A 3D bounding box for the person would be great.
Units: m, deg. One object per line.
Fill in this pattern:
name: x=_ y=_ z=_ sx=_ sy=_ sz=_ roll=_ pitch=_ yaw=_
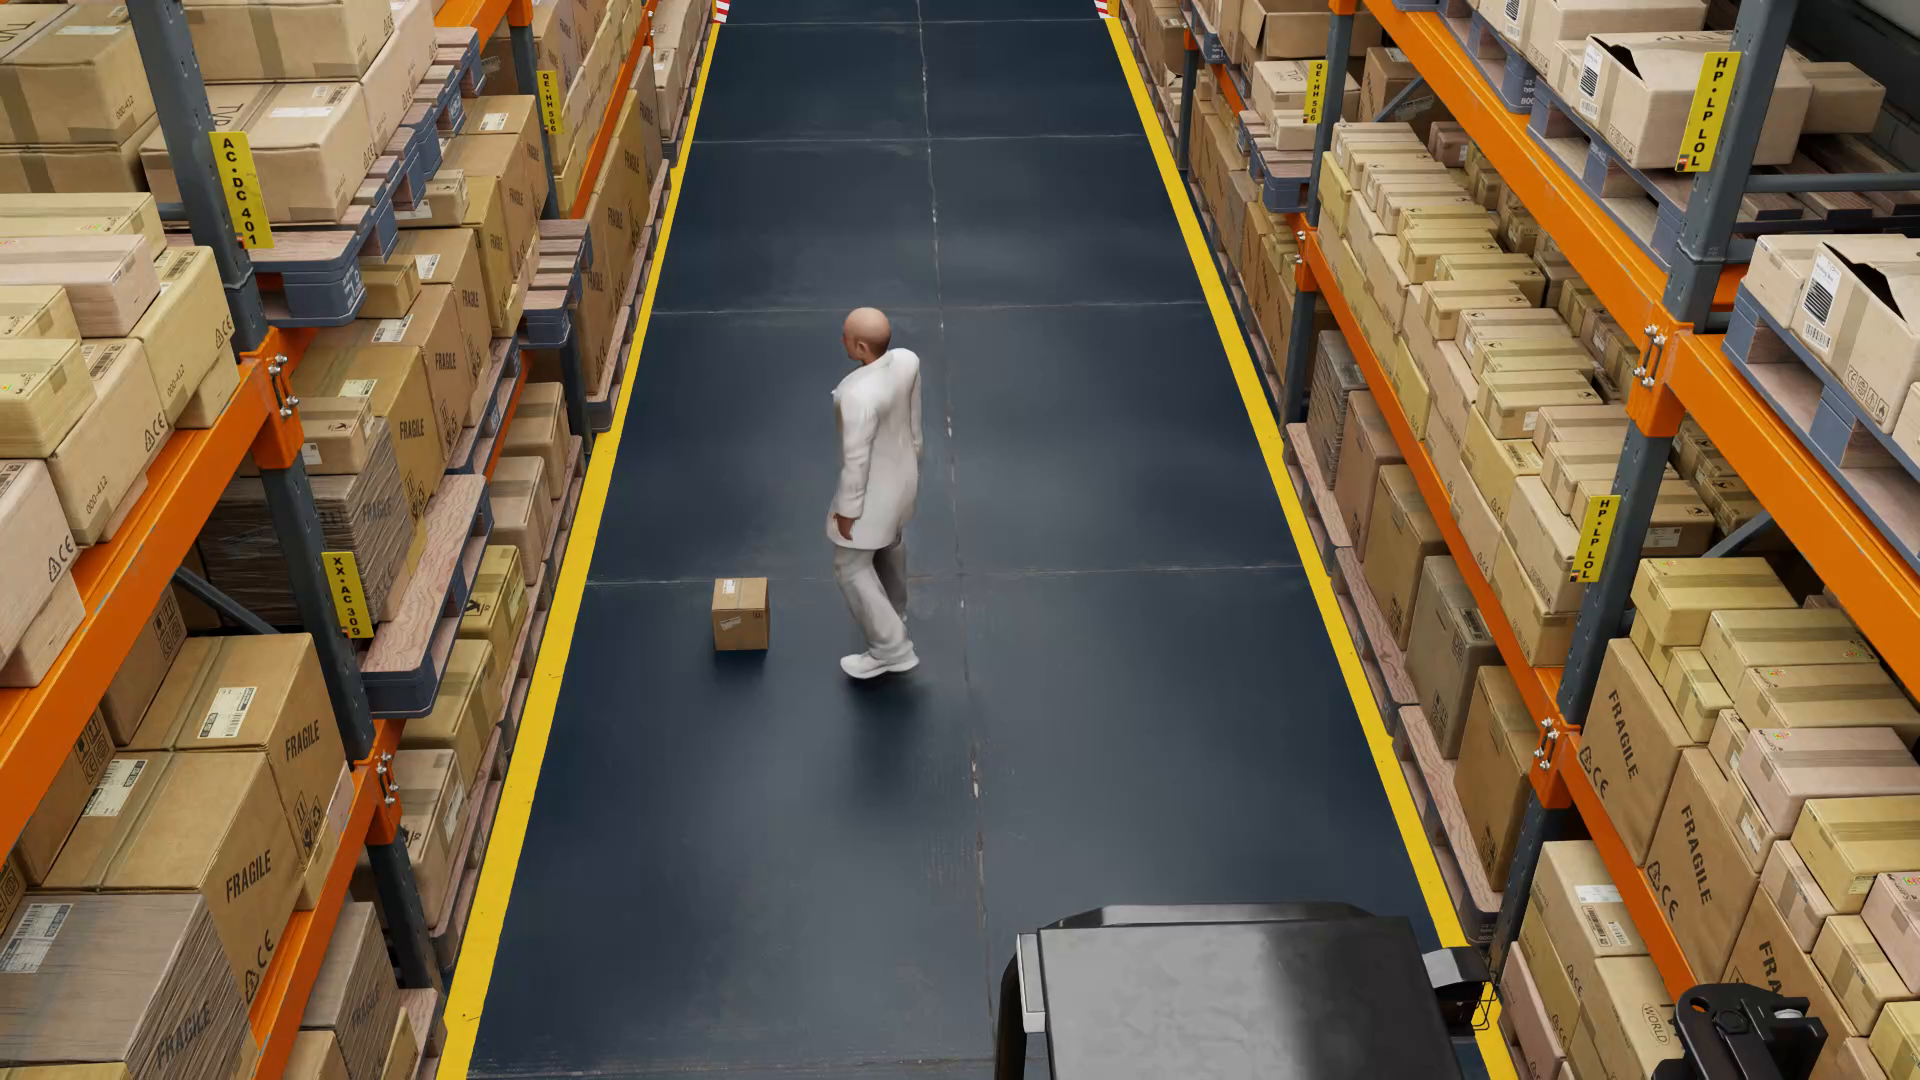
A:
person: x=-0.386 y=-0.246 z=7.540 sx=0.653 sy=1.775 sz=0.691 roll=18 pitch=39 yaw=24
